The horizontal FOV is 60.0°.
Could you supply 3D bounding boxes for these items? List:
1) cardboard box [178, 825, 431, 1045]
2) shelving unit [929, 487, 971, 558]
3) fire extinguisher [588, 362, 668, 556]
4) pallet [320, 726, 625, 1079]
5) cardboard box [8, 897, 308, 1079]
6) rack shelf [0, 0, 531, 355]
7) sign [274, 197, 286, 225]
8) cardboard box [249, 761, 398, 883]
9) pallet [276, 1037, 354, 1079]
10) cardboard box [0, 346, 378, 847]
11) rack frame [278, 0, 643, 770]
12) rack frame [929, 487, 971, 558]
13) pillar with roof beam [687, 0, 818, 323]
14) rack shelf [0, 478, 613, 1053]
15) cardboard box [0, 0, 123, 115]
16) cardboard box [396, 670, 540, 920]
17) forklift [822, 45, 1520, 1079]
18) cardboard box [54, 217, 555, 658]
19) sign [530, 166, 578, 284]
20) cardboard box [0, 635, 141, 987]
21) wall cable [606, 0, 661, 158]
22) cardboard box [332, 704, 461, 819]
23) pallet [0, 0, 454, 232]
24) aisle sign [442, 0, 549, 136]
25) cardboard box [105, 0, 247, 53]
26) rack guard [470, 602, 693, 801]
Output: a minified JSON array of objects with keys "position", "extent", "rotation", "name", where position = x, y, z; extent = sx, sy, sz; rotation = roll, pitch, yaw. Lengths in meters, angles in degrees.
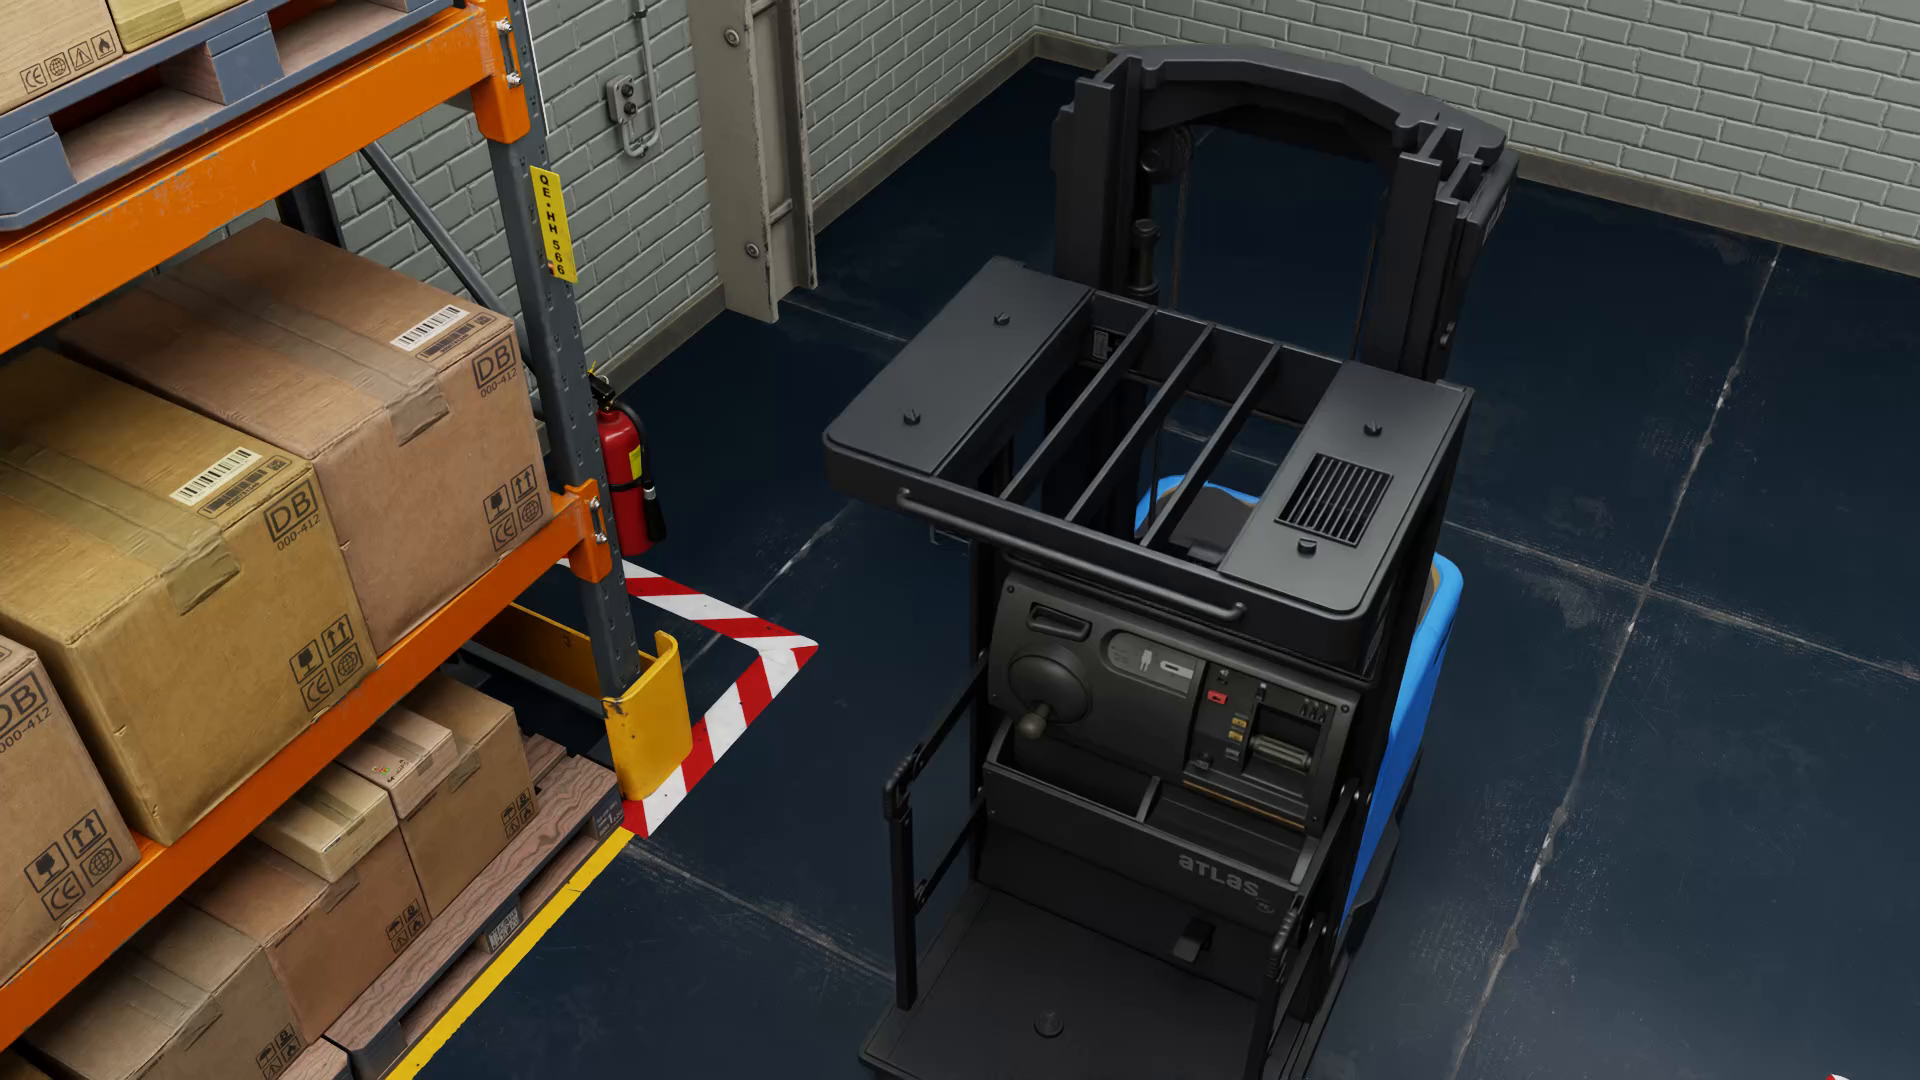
[{"position":[-2.043,1.012,4.904],"extent":[0.700,0.500,0.500],"rotation":[21,45,22],"name":"cardboard box"},{"position":[0.027,-0.425,6.438],"extent":[0.215,1.050,0.252],"rotation":[21,45,22],"name":"shelving unit"},{"position":[-1.054,-0.253,5.108],"extent":[0.296,0.674,0.183],"rotation":[21,45,22],"name":"fire extinguisher"},{"position":[-1.861,1.042,5.407],"extent":[1.003,0.211,1.213],"rotation":[21,45,22],"name":"pallet"},{"position":[-2.294,1.300,4.577],"extent":[0.700,0.500,0.500],"rotation":[19,45,21],"name":"cardboard box"},{"position":[-2.530,-0.199,2.981],"extent":[1.077,0.370,4.000],"rotation":[21,45,22],"name":"rack shelf"},{"position":[-2.007,-1.030,4.935],"extent":[0.100,0.325,0.005],"rotation":[21,45,22],"name":"sign"},{"position":[-1.827,0.763,4.697],"extent":[0.380,0.149,0.250],"rotation":[22,46,23],"name":"cardboard box"},{"position":[-2.473,1.737,4.618],"extent":[1.003,0.211,1.213],"rotation":[21,45,22],"name":"pallet"},{"position":[-2.130,0.114,4.123],"extent":[0.980,0.700,0.700],"rotation":[21,45,22],"name":"cardboard box"},{"position":[-1.529,-0.488,5.035],"extent":[1.000,3.000,0.127],"rotation":[21,45,22],"name":"rack frame"},{"position":[-0.034,-0.355,6.359],"extent":[0.200,1.050,0.008],"rotation":[21,45,22],"name":"rack frame"},{"position":[2.800,-3.147,3.514],"extent":[9.100,9.000,0.400],"rotation":[21,45,22],"name":"pillar with roof beam"},{"position":[-2.530,0.926,3.973],"extent":[1.077,0.370,4.000],"rotation":[21,45,22],"name":"rack shelf"},{"position":[-1.925,-0.948,3.007],"extent":[0.500,0.250,0.500],"rotation":[19,45,21],"name":"cardboard box"},{"position":[-1.793,0.726,5.229],"extent":[0.700,0.500,0.500],"rotation":[21,45,22],"name":"cardboard box"},{"position":[0.410,0.479,3.988],"extent":[1.130,2.935,3.031],"rotation":[19,45,21],"name":"forklift"},{"position":[-1.776,-0.305,4.600],"extent":[0.980,0.700,0.700],"rotation":[23,46,24],"name":"cardboard box"},{"position":[-1.066,-0.824,4.361],"extent":[0.100,0.325,0.005],"rotation":[21,45,22],"name":"sign"},{"position":[-2.520,0.548,3.631],"extent":[0.980,0.700,0.700],"rotation":[19,45,20],"name":"cardboard box"},{"position":[-1.707,-1.915,5.886],"extent":[0.084,1.984,1.851],"rotation":[21,45,22],"name":"wall cable"},{"position":[-1.699,0.616,4.863],"extent":[0.380,0.149,0.250],"rotation":[20,45,22],"name":"cardboard box"},{"position":[-1.891,-1.153,3.587],"extent":[1.003,0.211,1.213],"rotation":[21,45,22],"name":"pallet"},{"position":[-1.233,-1.406,4.109],"extent":[0.394,0.787,0.004],"rotation":[21,45,22],"name":"aisle sign"},{"position":[-1.666,-1.246,3.345],"extent":[0.500,0.250,0.500],"rotation":[22,46,23],"name":"cardboard box"},{"position":[-1.517,0.436,5.876],"extent":[1.175,0.500,0.348],"rotation":[21,45,22],"name":"rack guard"}]
